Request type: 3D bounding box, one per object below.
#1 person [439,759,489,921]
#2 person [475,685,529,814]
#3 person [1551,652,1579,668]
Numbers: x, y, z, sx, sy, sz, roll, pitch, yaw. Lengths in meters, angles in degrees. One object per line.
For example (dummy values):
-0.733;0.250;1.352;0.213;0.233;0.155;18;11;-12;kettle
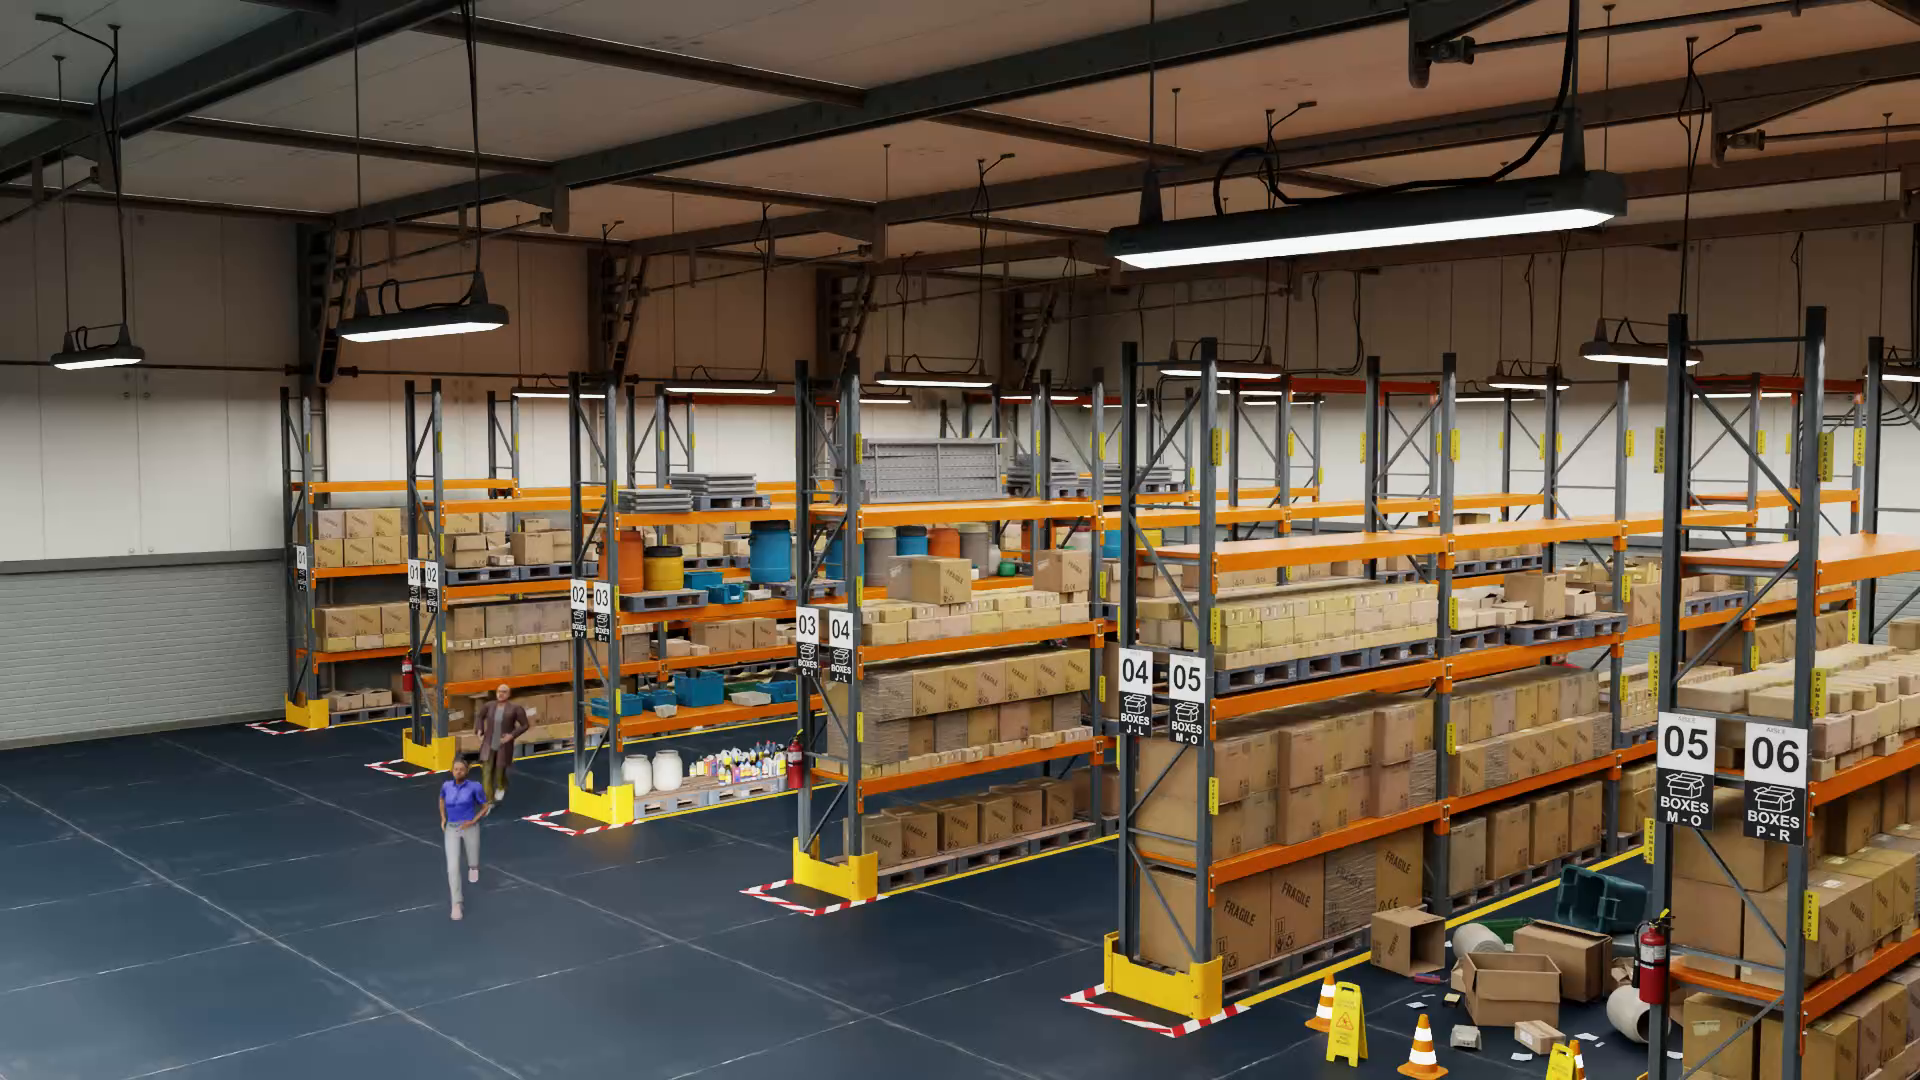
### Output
-5.413;3.207;18.143;0.546;1.665;1.061;-1;4;-12;person
-6.323;2.852;22.958;0.762;1.744;0.788;0;4;3;person
9.851;2.603;27.145;0.657;1.696;0.745;3;5;38;person
